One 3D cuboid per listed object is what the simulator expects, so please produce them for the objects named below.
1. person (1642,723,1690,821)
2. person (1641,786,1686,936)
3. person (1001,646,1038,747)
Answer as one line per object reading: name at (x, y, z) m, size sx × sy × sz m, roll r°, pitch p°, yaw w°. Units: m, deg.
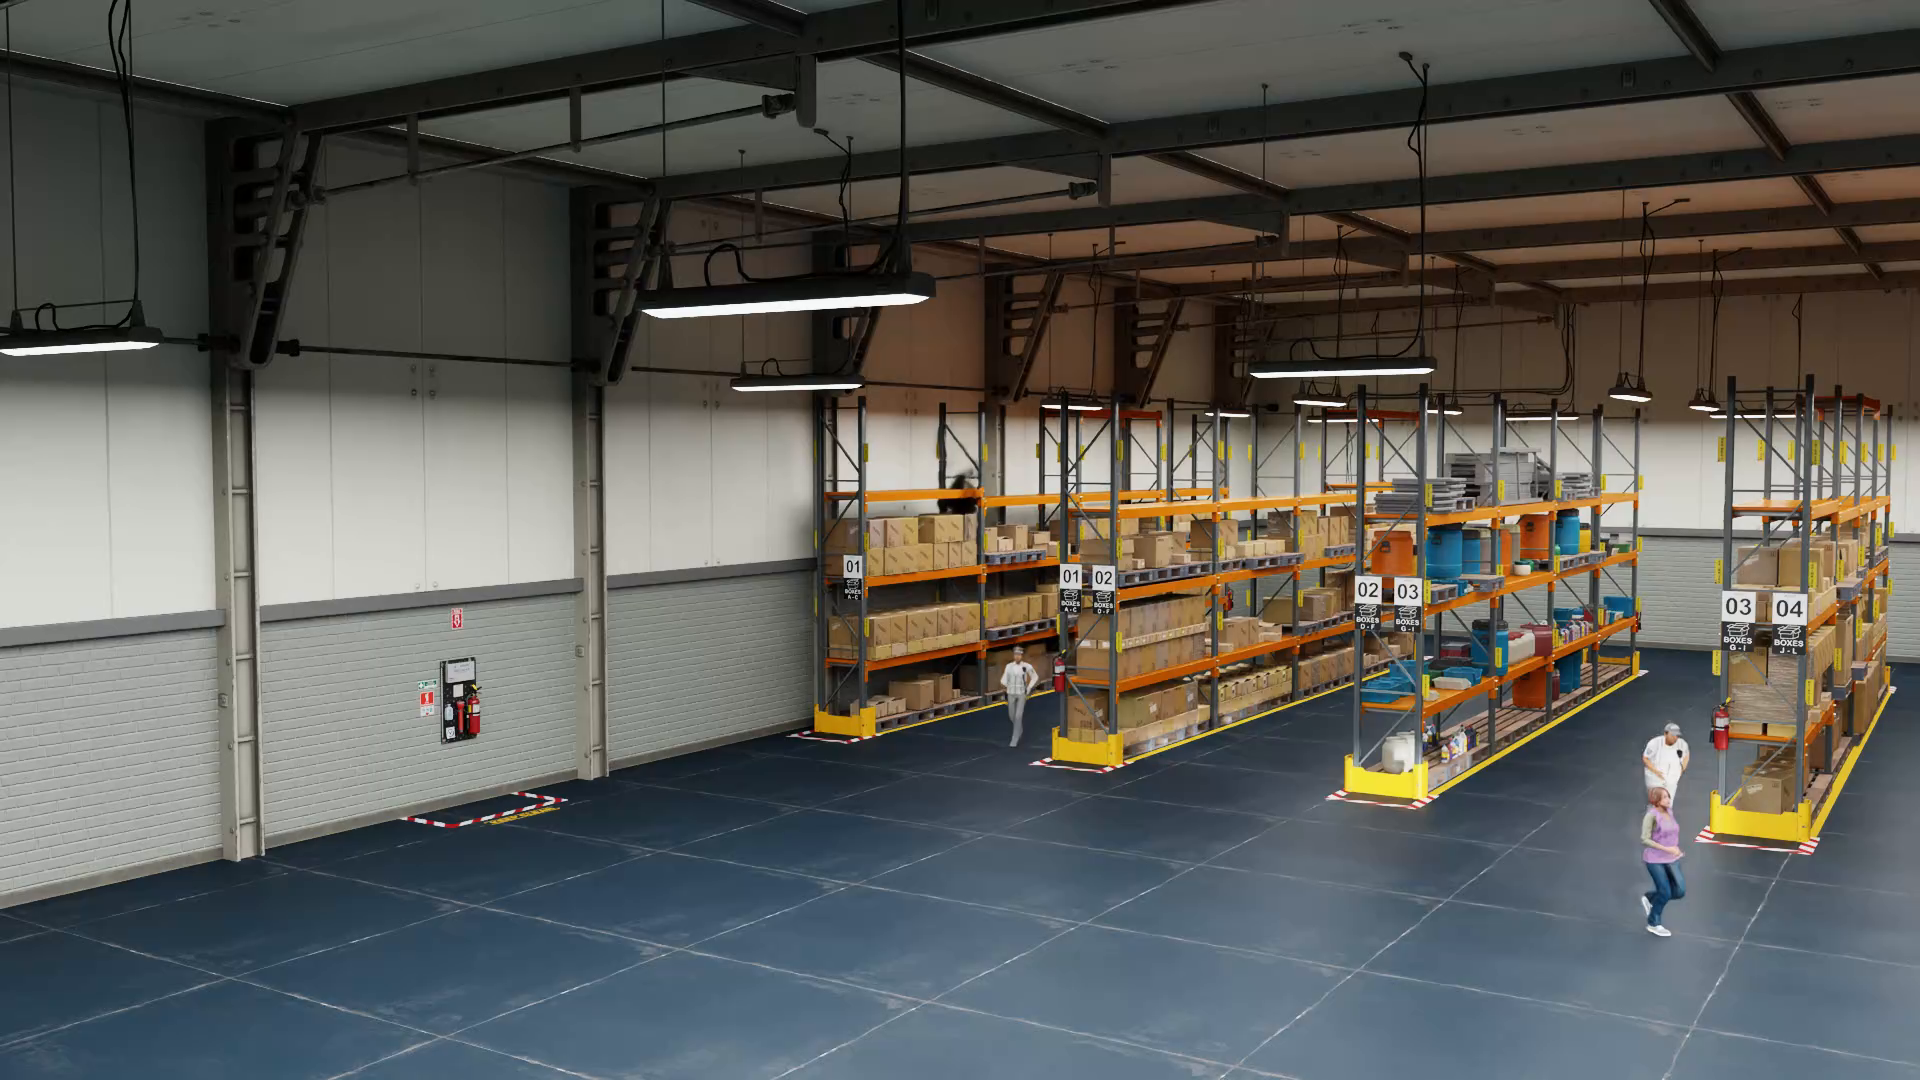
person at (9.149, 3.107, 21.589) m, size 0.605 × 1.554 × 0.872 m, roll 0°, pitch 3°, yaw 5°
person at (7.259, 3.321, 17.209) m, size 0.555 × 1.554 × 0.563 m, roll -2°, pitch 3°, yaw -28°
person at (0.994, 2.648, 28.454) m, size 0.618 × 1.667 × 0.893 m, roll 1°, pitch 3°, yaw 18°
